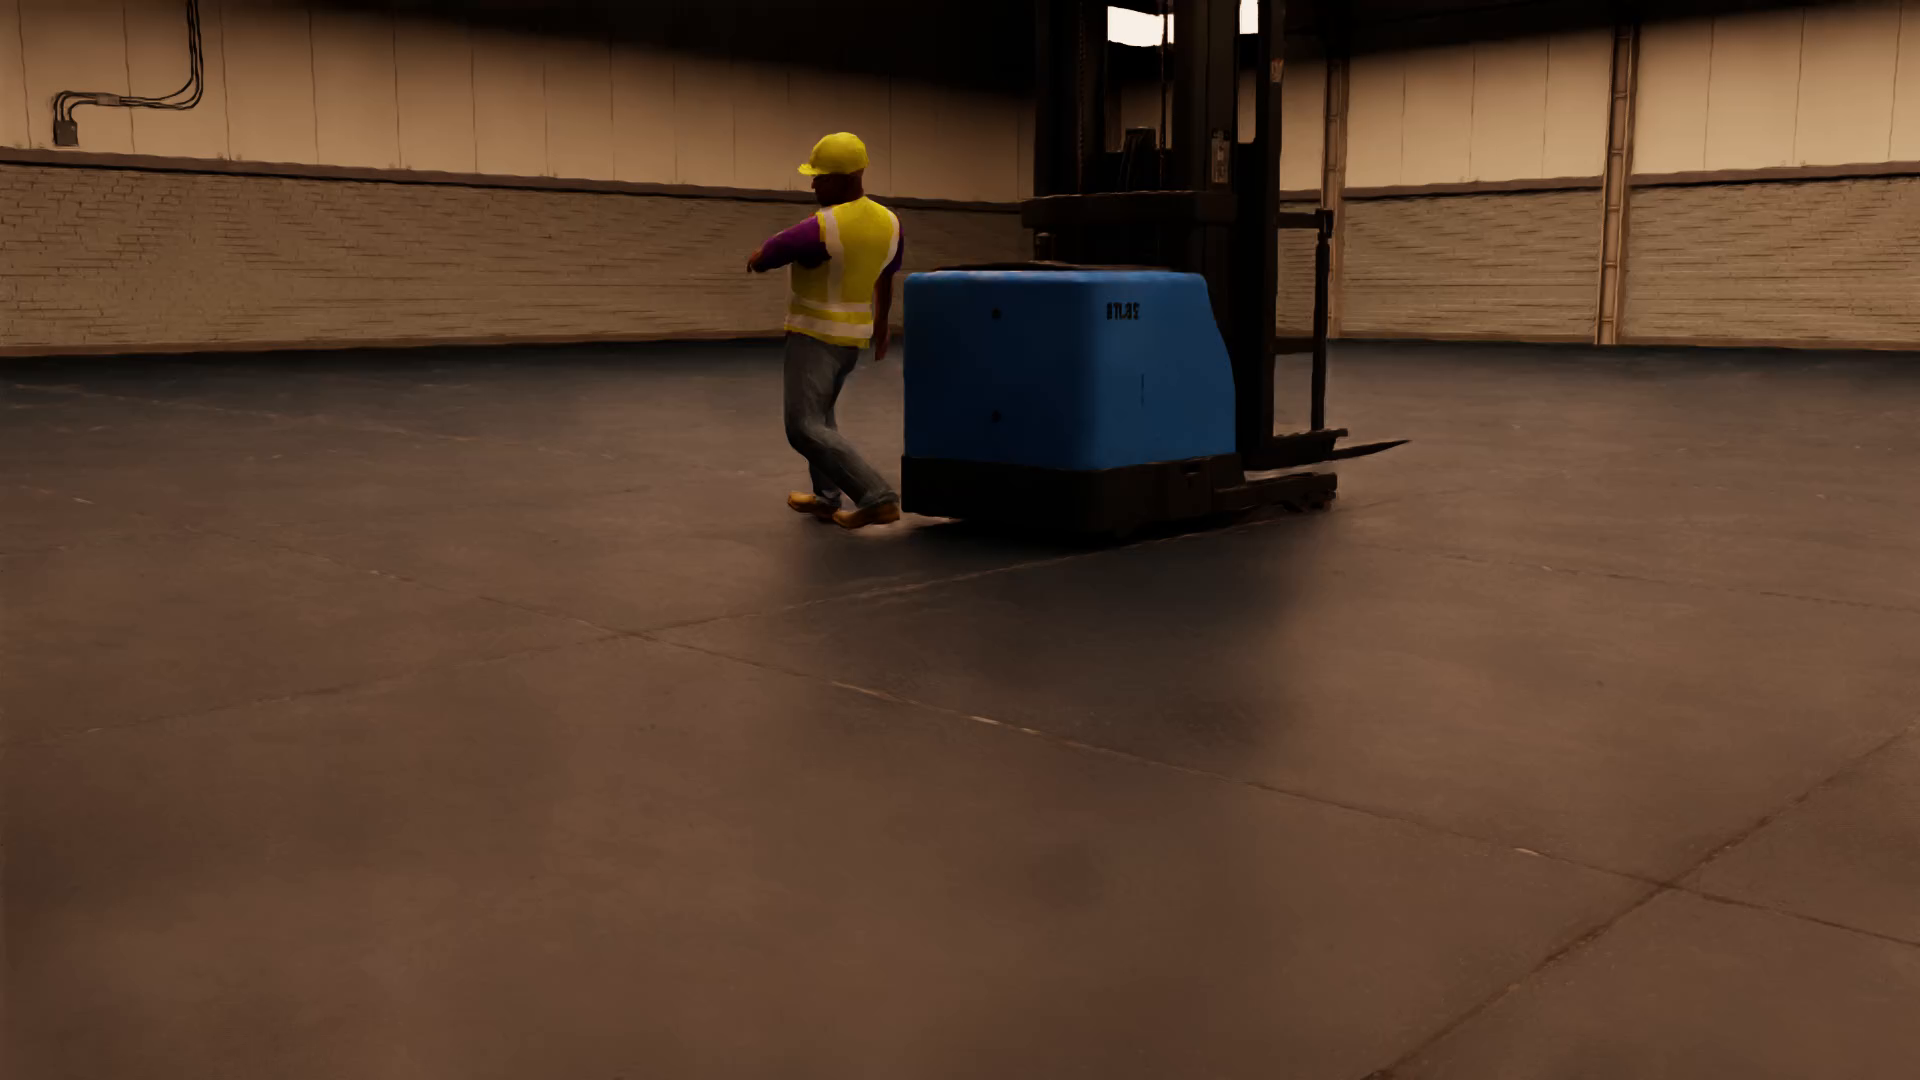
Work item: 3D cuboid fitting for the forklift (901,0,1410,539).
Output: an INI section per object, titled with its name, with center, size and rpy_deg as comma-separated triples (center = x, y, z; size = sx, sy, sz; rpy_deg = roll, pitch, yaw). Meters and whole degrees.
[forklift]
center = 1.105, -1.621, 7.642
size = 1.130, 2.935, 3.031
rpy_deg = 8, 11, 41

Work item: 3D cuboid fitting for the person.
[person]
center = -0.532, -0.874, 7.058
size = 0.849, 1.626, 0.804
rpy_deg = 3, 9, 22
